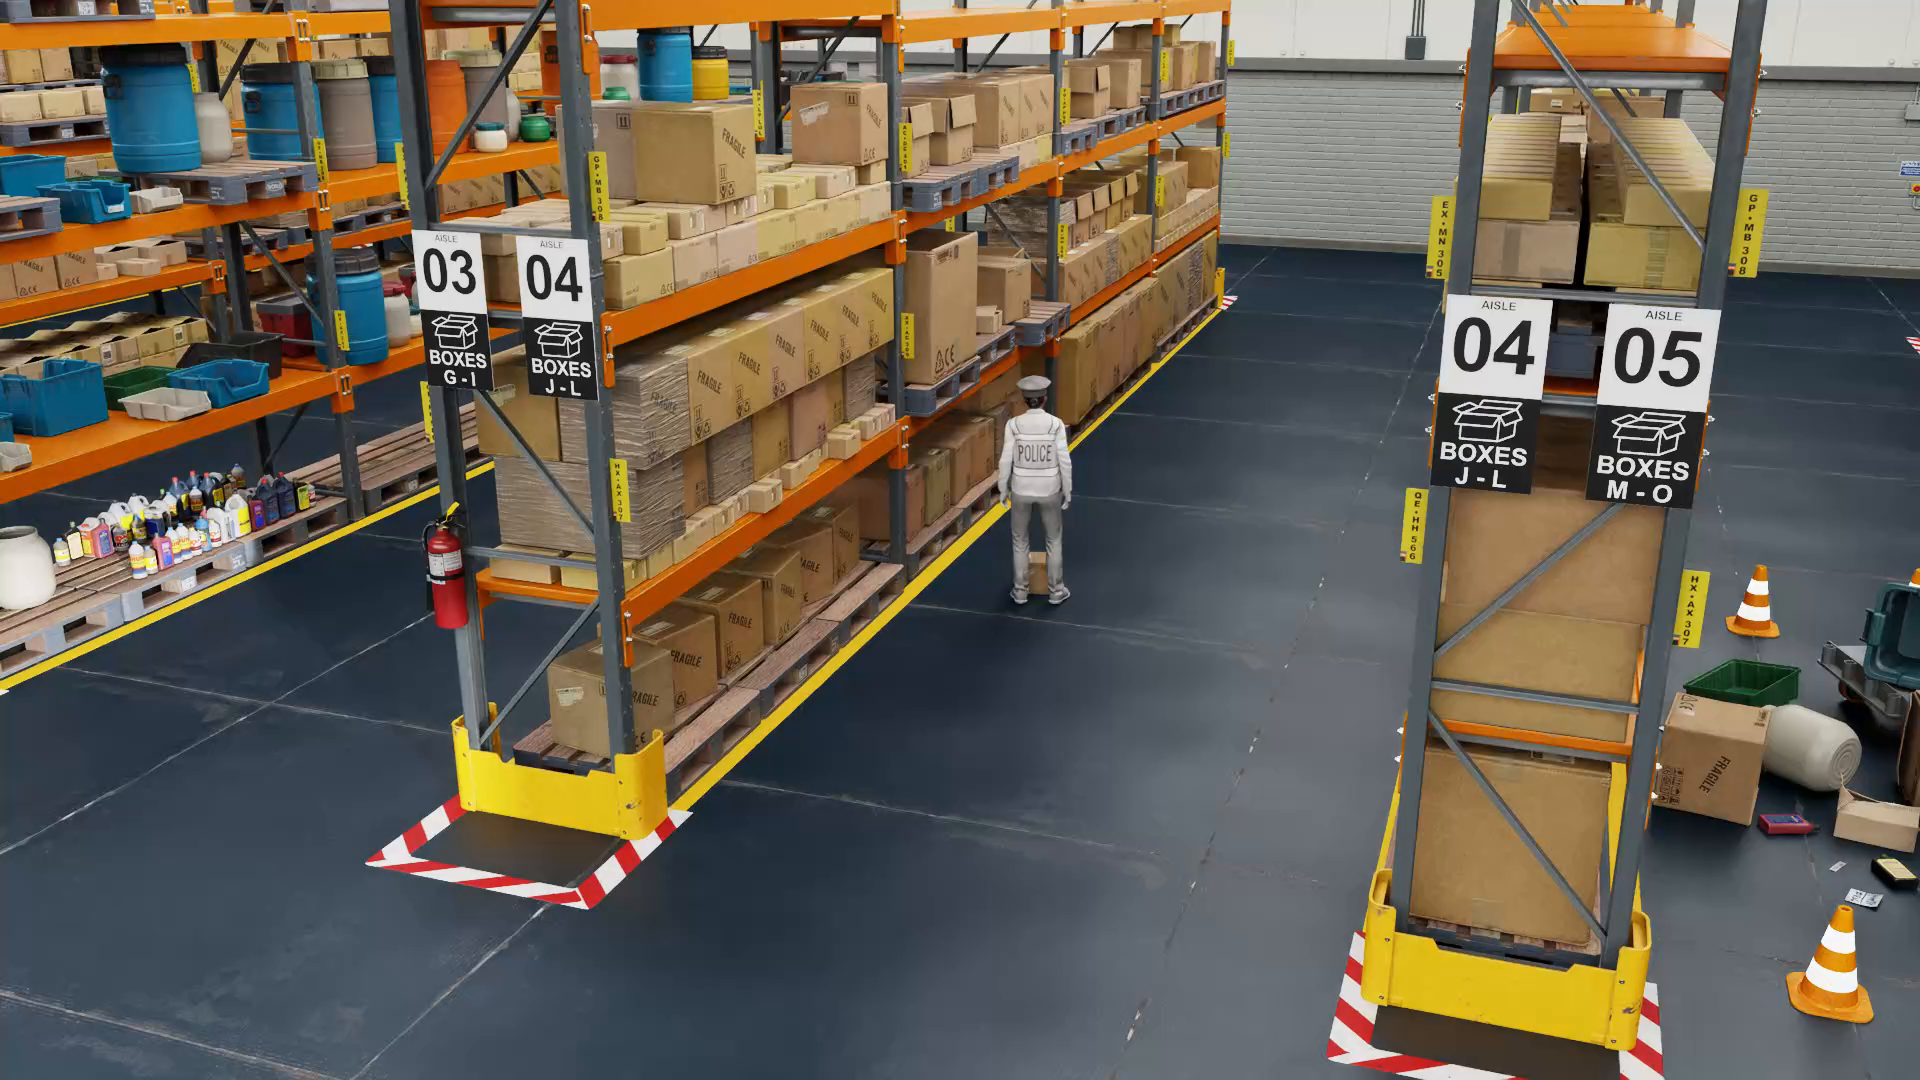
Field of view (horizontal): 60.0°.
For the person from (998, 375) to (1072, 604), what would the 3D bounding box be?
[{"bbox_3d":[0.545,-0.343,12.068,0.538,1.662,0.378,1,19,4],"label":"person"}]
